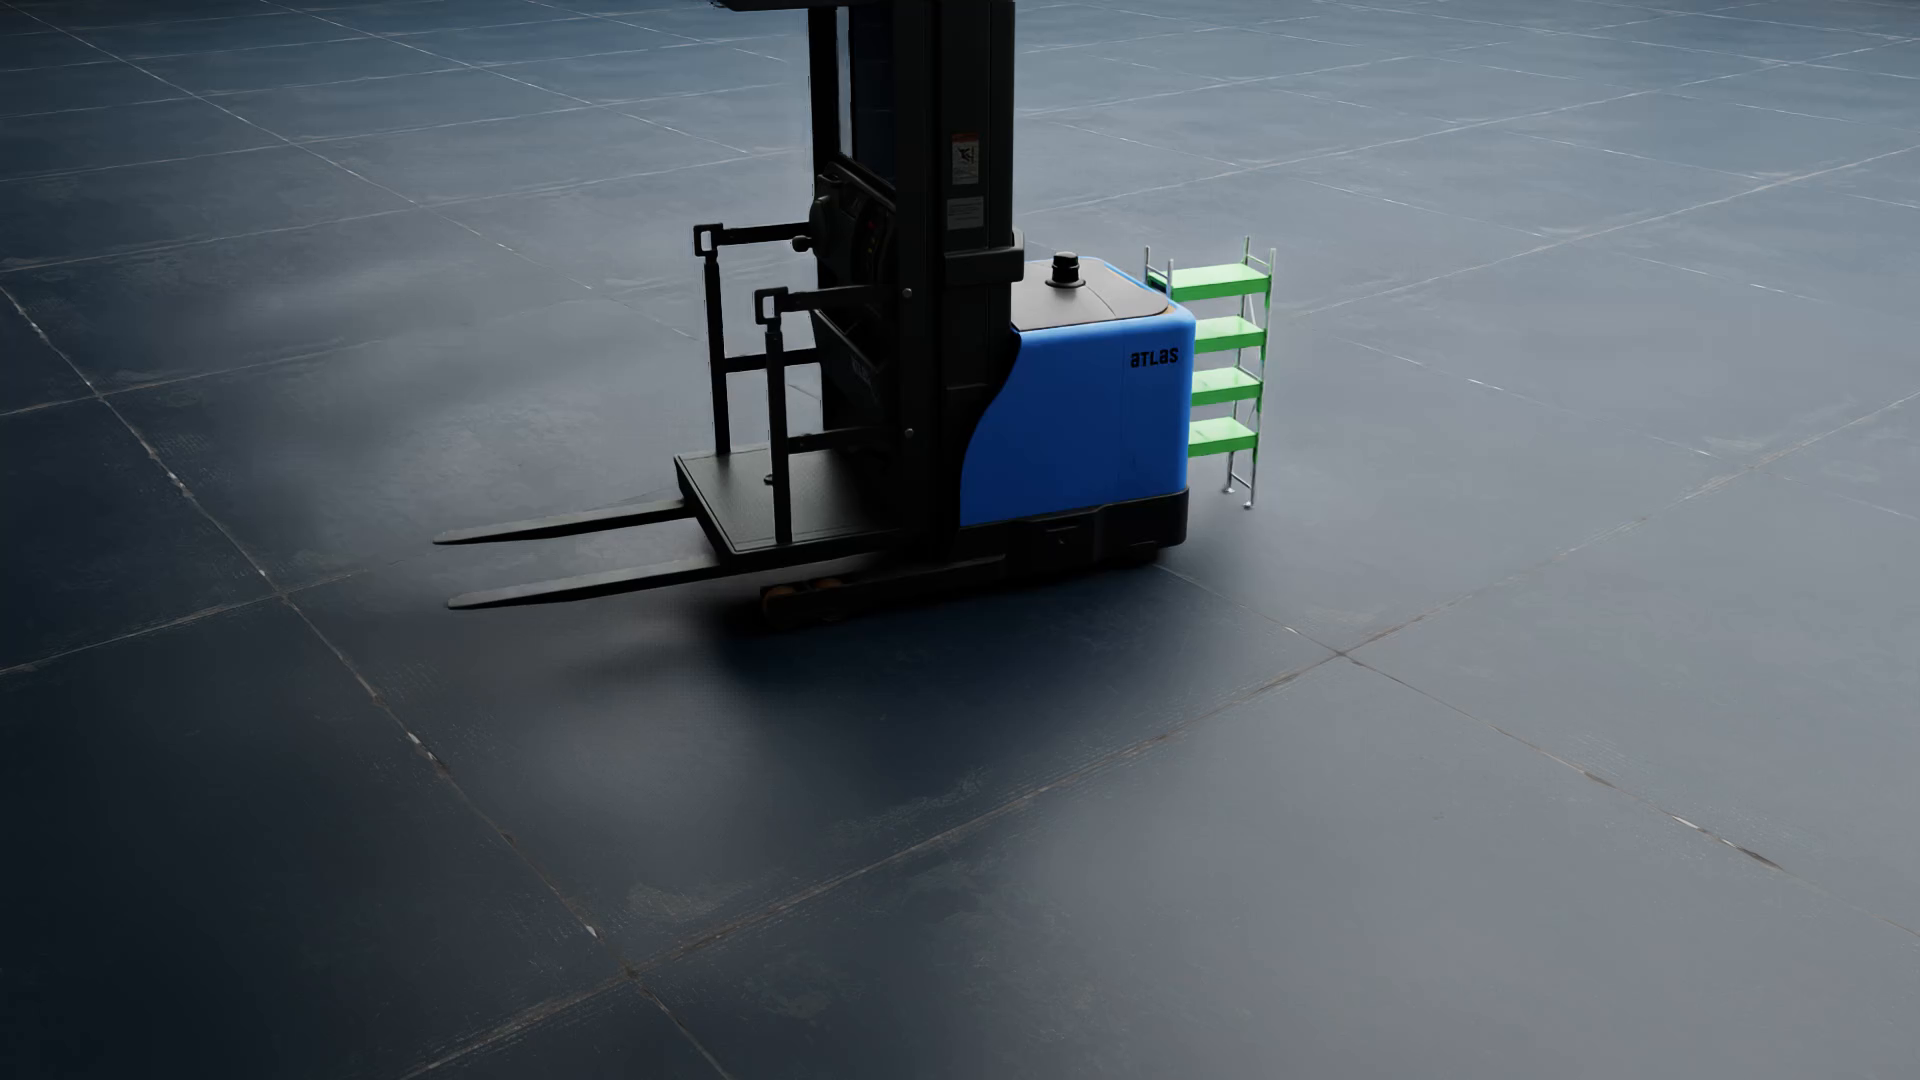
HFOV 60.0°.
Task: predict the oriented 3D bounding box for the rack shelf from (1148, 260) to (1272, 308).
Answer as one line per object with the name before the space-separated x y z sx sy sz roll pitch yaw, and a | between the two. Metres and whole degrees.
rack shelf | 1.064 -1.078 7.160 0.480 0.148 0.258 -9 26 -19

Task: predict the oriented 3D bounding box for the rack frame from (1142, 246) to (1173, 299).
rack frame | 0.836 -0.664 7.256 0.015 1.200 0.240 -9 26 -19

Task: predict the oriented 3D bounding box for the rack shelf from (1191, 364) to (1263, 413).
rack shelf | 1.064 -0.643 7.362 0.480 0.148 0.258 -9 26 -19

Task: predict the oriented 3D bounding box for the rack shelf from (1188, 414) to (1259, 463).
rack shelf | 1.064 -0.425 7.463 0.480 0.148 0.258 -9 26 -19

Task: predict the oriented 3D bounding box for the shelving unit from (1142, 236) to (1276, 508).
shelving unit | 1.064 -0.701 7.335 0.503 1.200 0.258 -9 26 -19

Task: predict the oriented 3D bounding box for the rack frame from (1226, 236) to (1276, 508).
rack frame | 1.292 -0.737 7.414 0.015 1.200 0.240 -9 26 -19

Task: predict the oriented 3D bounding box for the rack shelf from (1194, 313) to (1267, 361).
rack shelf | 1.064 -0.861 7.261 0.480 0.148 0.258 -9 26 -19

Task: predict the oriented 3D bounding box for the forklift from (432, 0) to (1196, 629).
forklift | -0.605 -1.232 6.424 3.031 2.935 1.130 -9 26 -19
